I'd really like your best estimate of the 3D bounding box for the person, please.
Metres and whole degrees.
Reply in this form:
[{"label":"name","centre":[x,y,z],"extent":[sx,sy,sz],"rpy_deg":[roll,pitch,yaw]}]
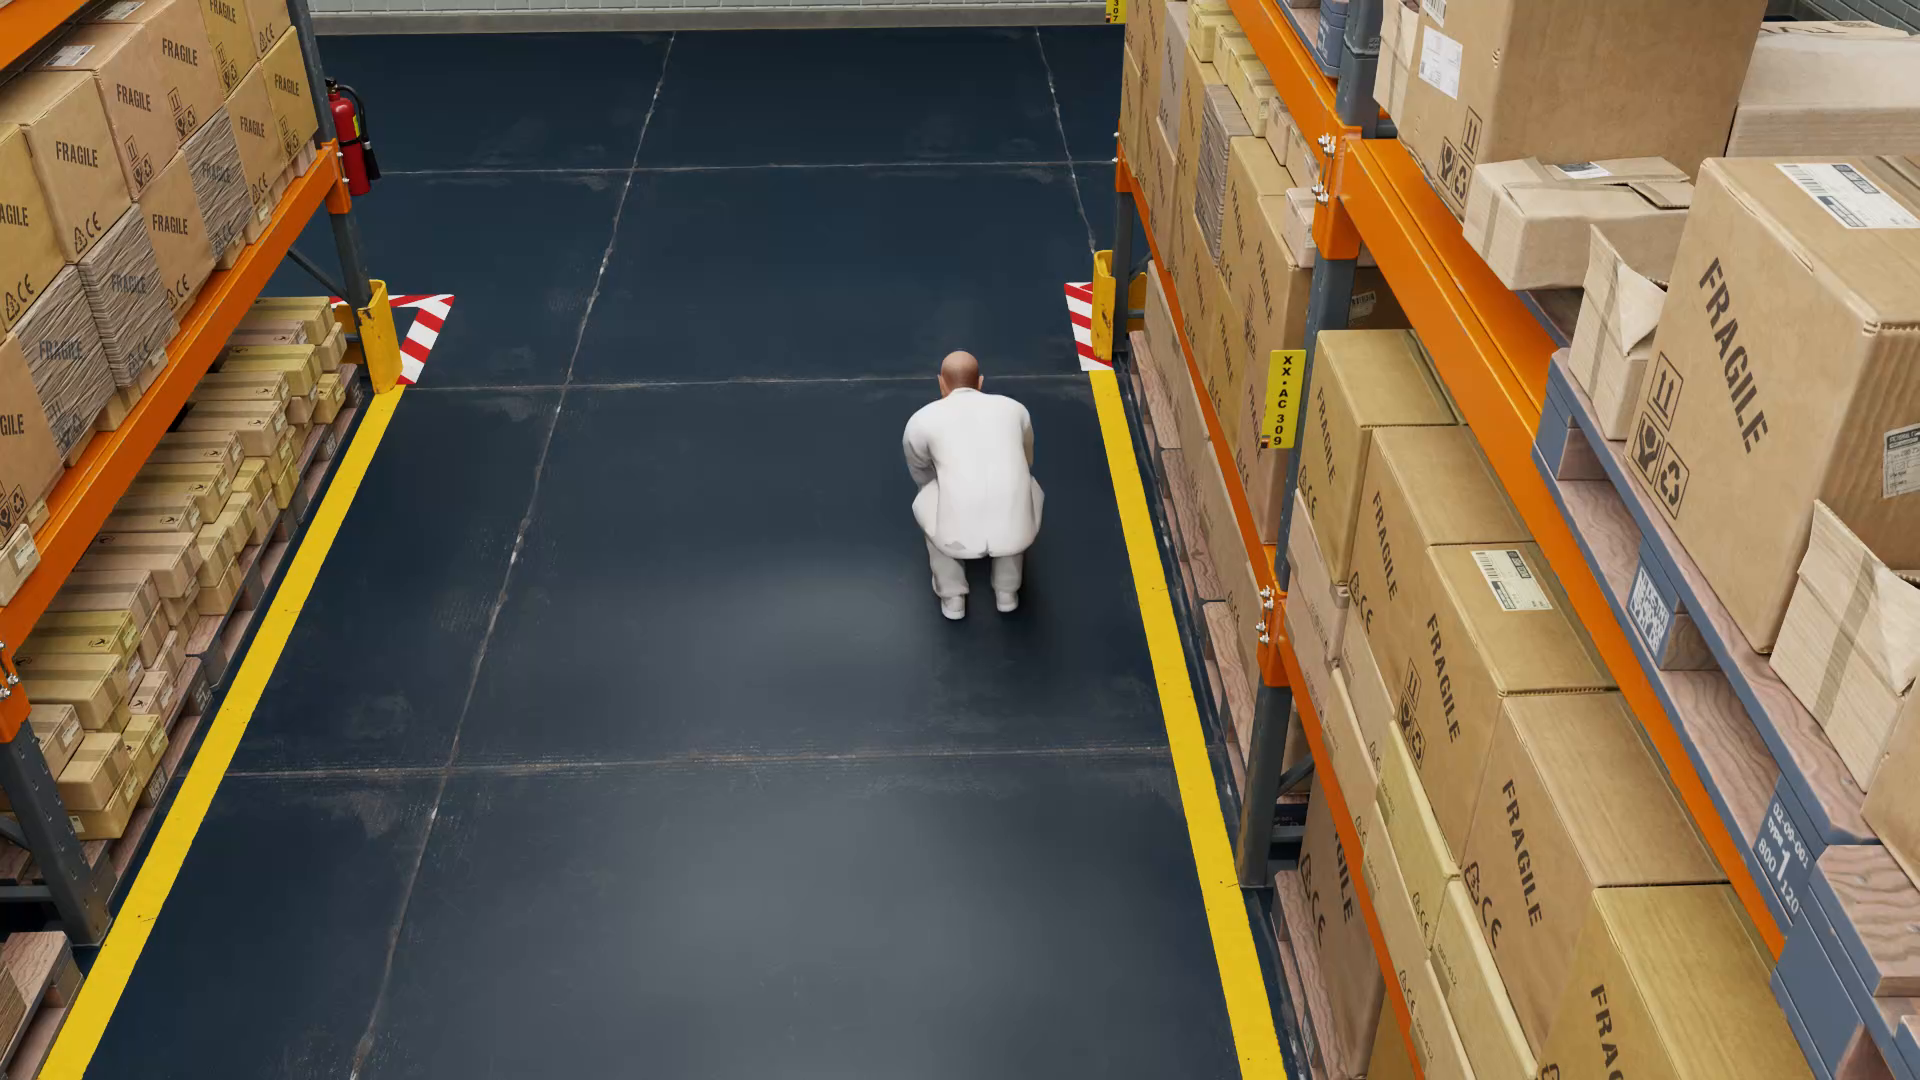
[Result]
[{"label":"person","centre":[0.061,-0.231,7.188],"extent":[0.609,0.986,0.911],"rpy_deg":[-2,35,-2]}]
